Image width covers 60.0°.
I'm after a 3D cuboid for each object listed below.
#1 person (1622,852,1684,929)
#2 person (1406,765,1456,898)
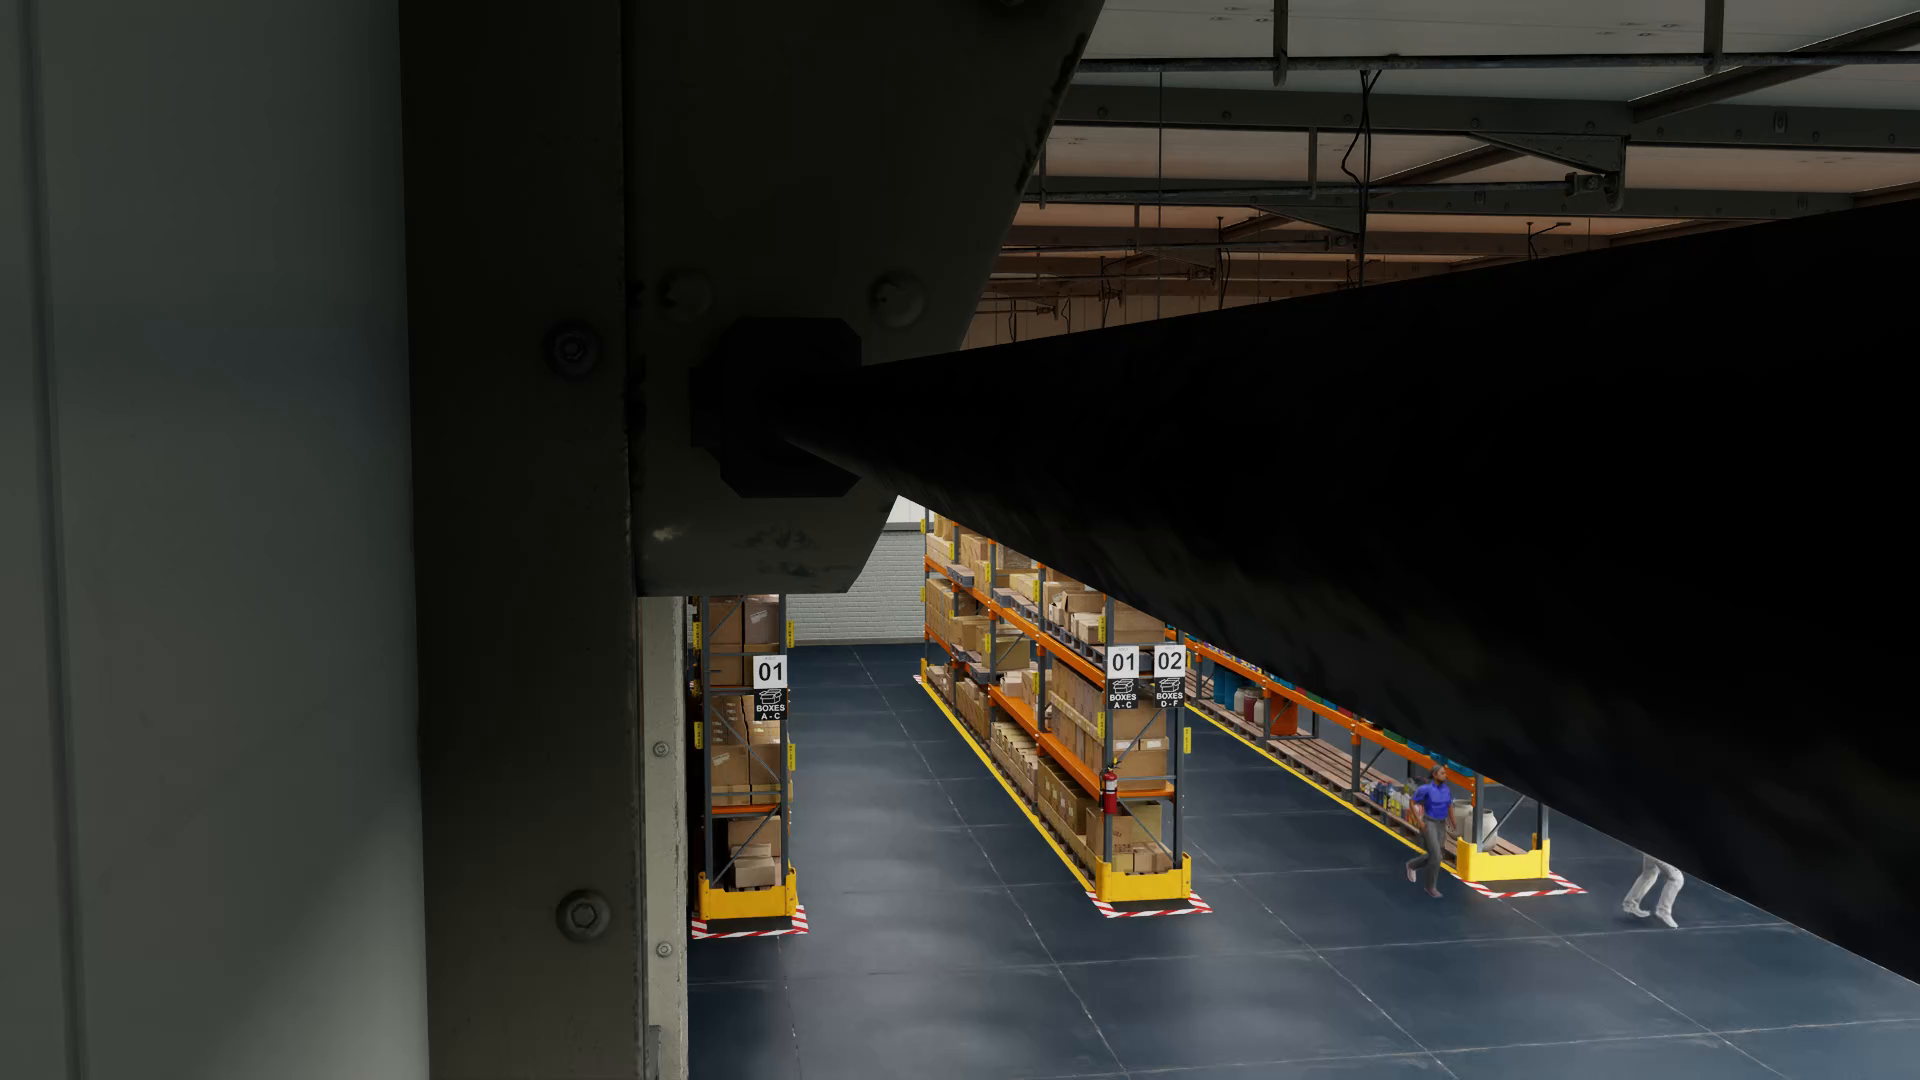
[{"bbox_3d":[8.323,3.702,19.857,0.732,1.814,0.645,2,6,25],"label":"person"},{"bbox_3d":[6.017,3.673,21.195,0.616,1.635,0.659,-3,6,-30],"label":"person"}]
